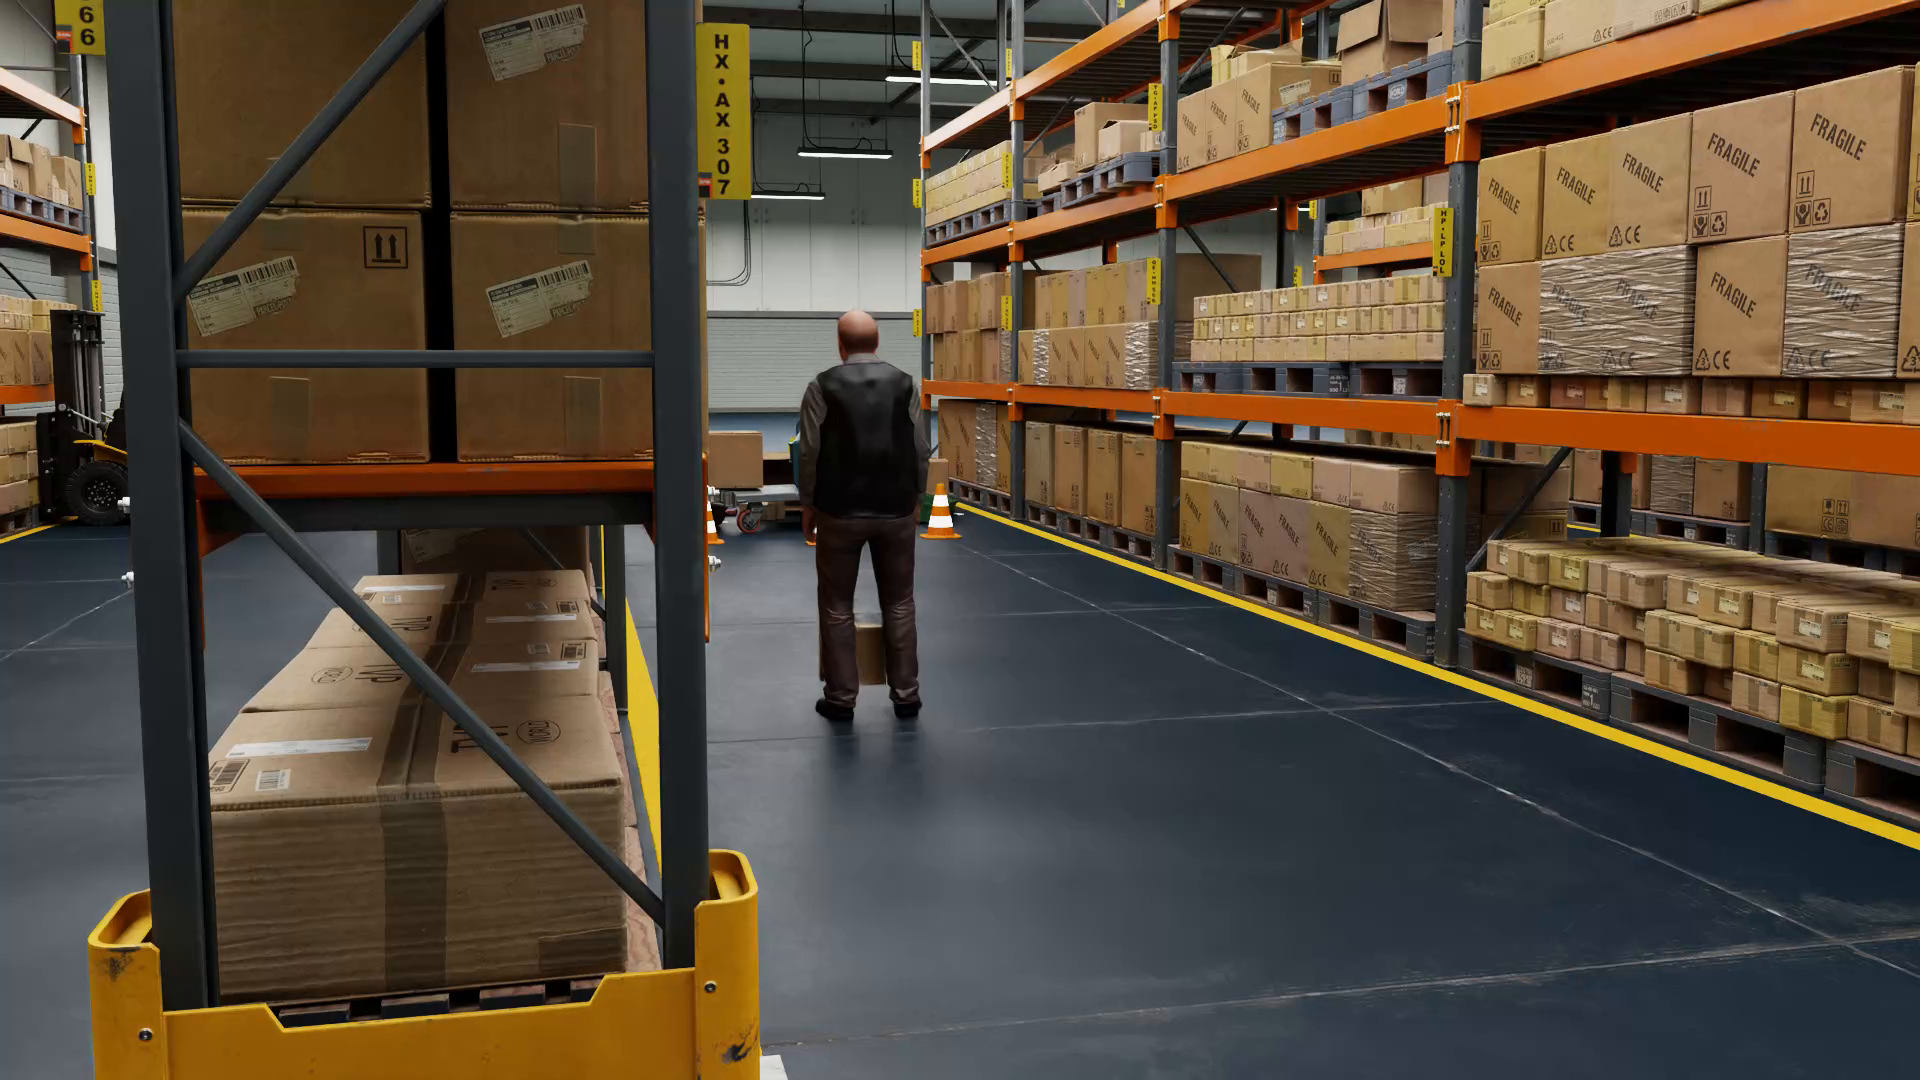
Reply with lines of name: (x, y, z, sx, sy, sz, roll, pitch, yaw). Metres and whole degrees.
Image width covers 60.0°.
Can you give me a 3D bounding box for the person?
person: (-0.411, -0.107, 7.051, 0.568, 1.722, 0.377, -2, 6, -16)
